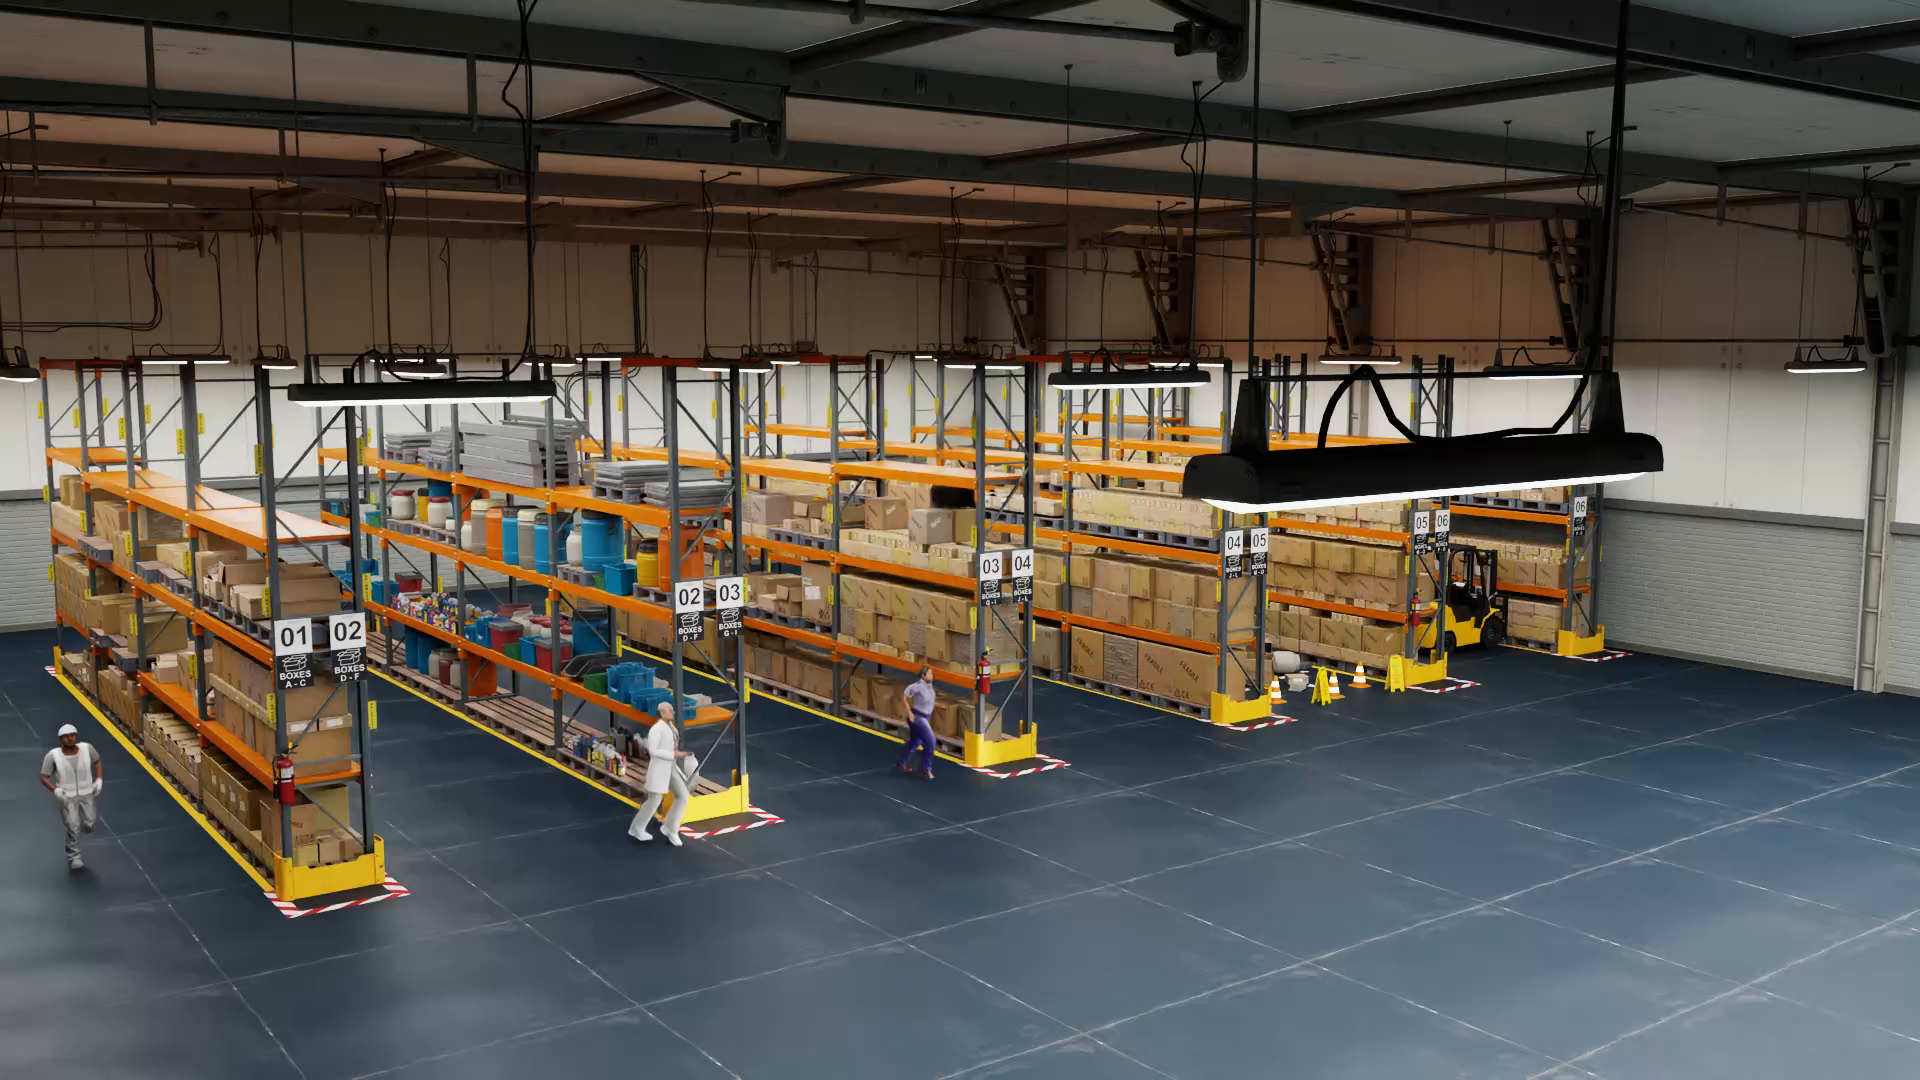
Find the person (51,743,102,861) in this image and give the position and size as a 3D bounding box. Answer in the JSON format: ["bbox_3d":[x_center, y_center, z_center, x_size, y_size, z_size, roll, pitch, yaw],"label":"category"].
[{"bbox_3d":[-10.652,3.164,20.083,0.577,1.423,0.623,-6,9,-42],"label":"person"}]

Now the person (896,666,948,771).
[{"bbox_3d":[-0.485,2.576,24.096,0.629,1.505,0.537,2,7,16],"label":"person"}]

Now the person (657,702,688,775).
[{"bbox_3d":[-3.676,2.496,20.922,0.620,0.906,0.696,2,7,17],"label":"person"}]
